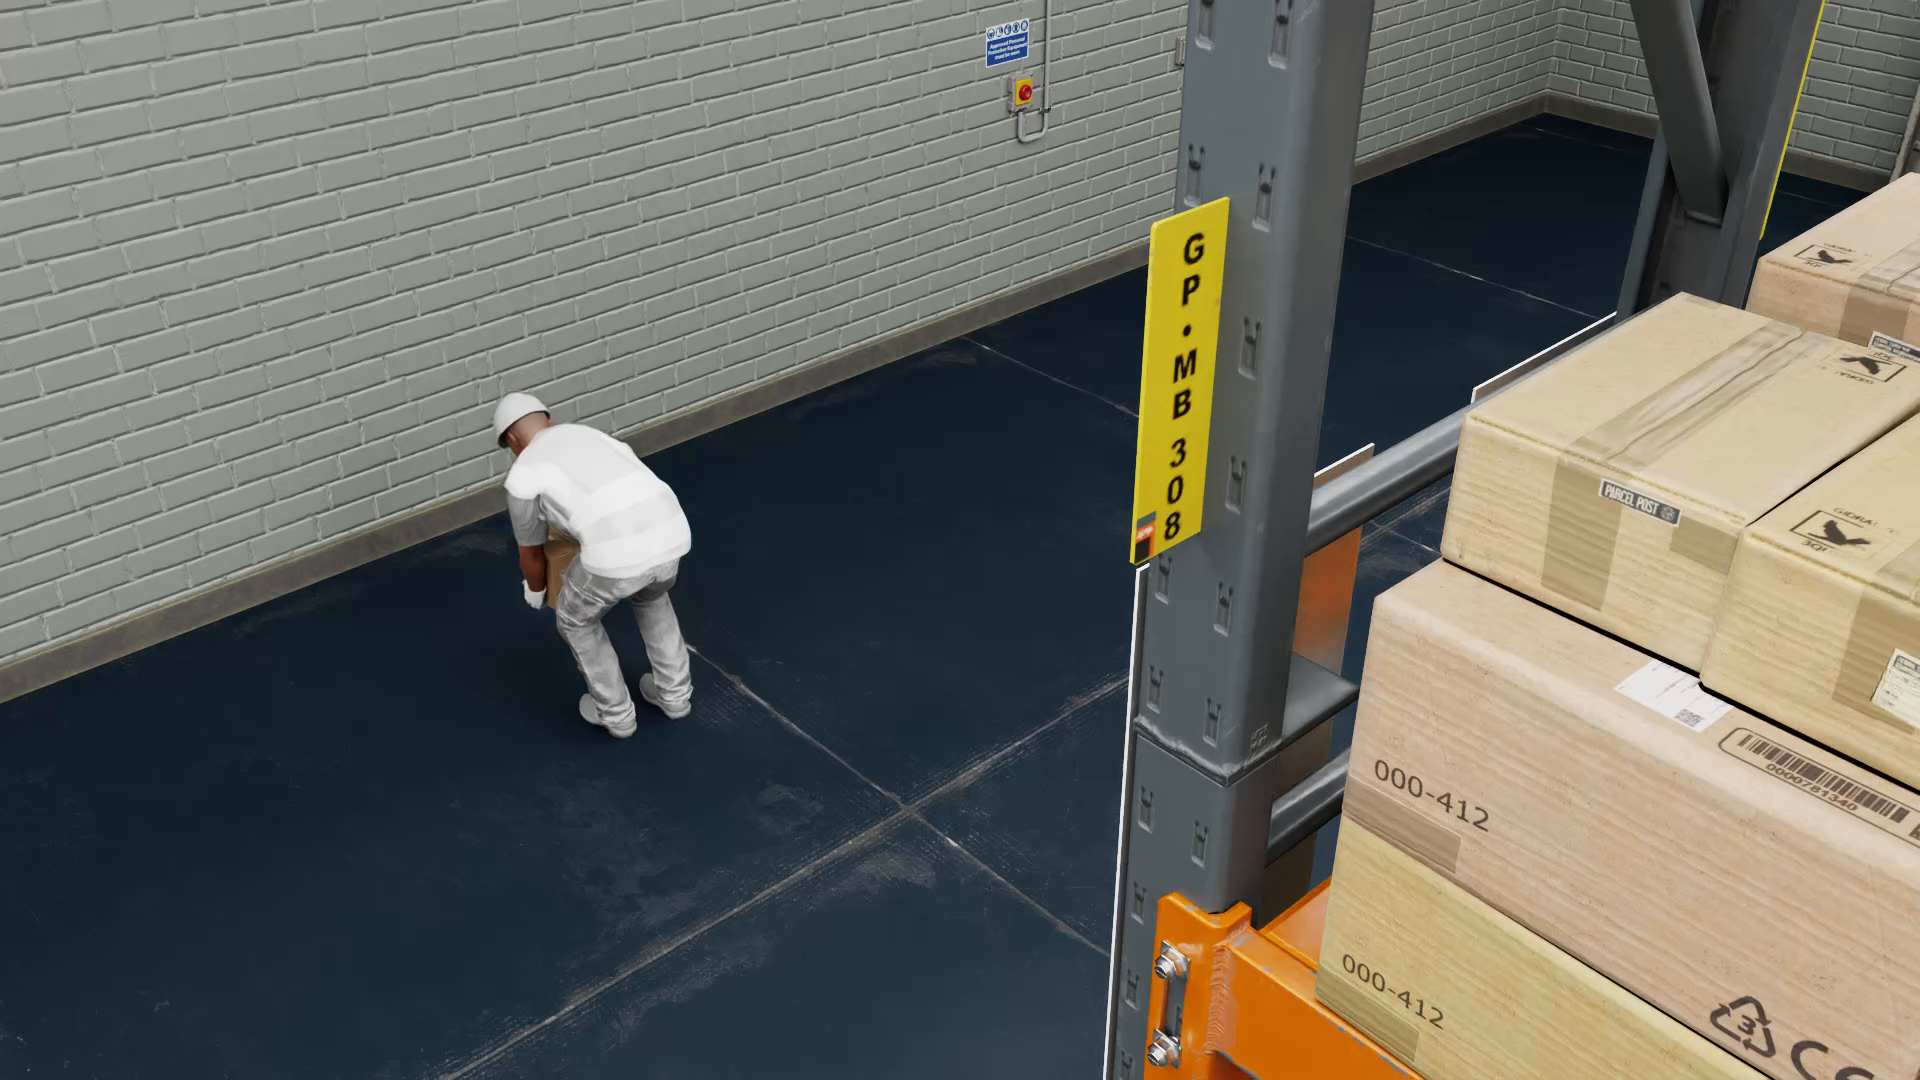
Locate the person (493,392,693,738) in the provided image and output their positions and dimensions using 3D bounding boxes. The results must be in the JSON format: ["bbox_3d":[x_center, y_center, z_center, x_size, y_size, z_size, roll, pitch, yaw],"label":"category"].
[{"bbox_3d":[-1.431,0.108,6.460,0.953,1.236,0.516,28,41,37],"label":"person"}]
